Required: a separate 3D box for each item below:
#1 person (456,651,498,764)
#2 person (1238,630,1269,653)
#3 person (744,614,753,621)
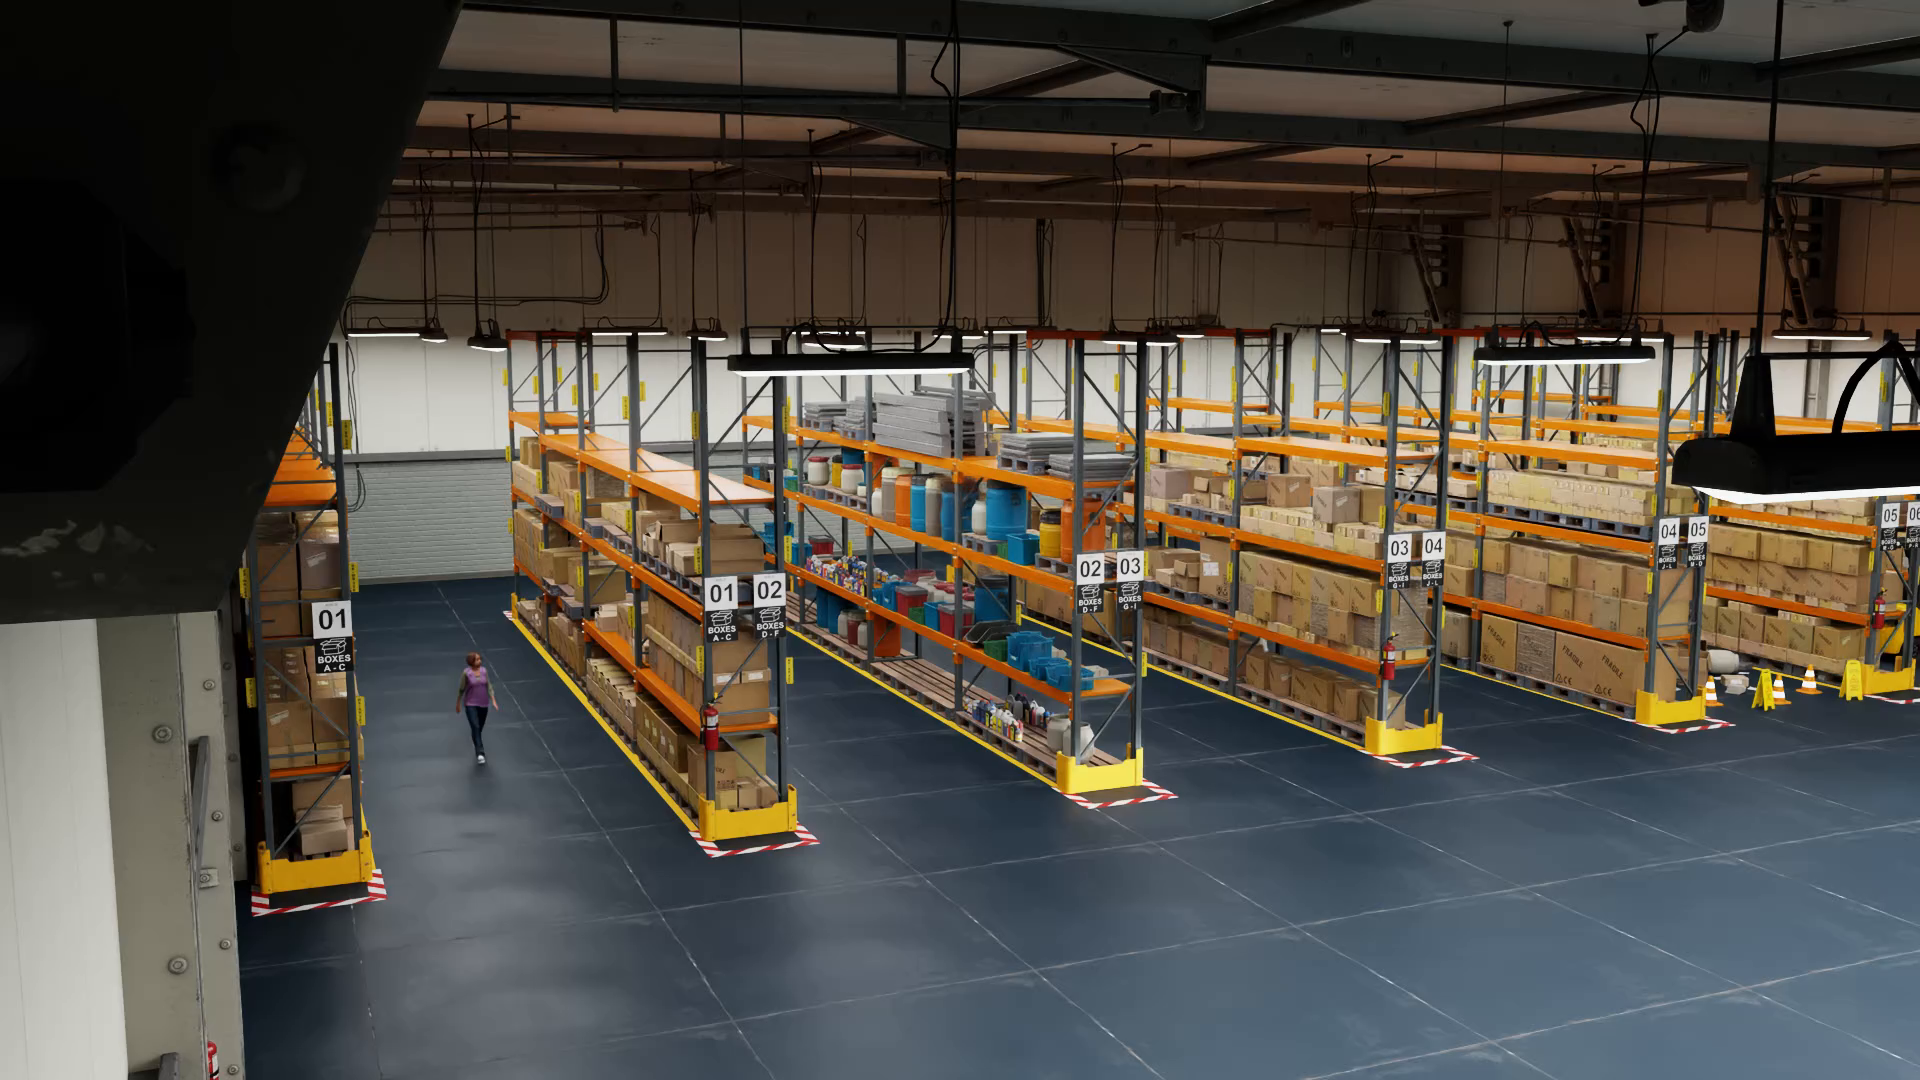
[{"bbox_3d":[-6.895,2.338,23.700,0.523,1.535,1.009,-5,9,-31],"label":"person"},{"bbox_3d":[5.404,1.290,30.653,0.678,1.713,1.142,-3,8,-20],"label":"person"},{"bbox_3d":[-4.204,1.207,31.680,0.495,1.669,0.504,1,8,5],"label":"person"}]
